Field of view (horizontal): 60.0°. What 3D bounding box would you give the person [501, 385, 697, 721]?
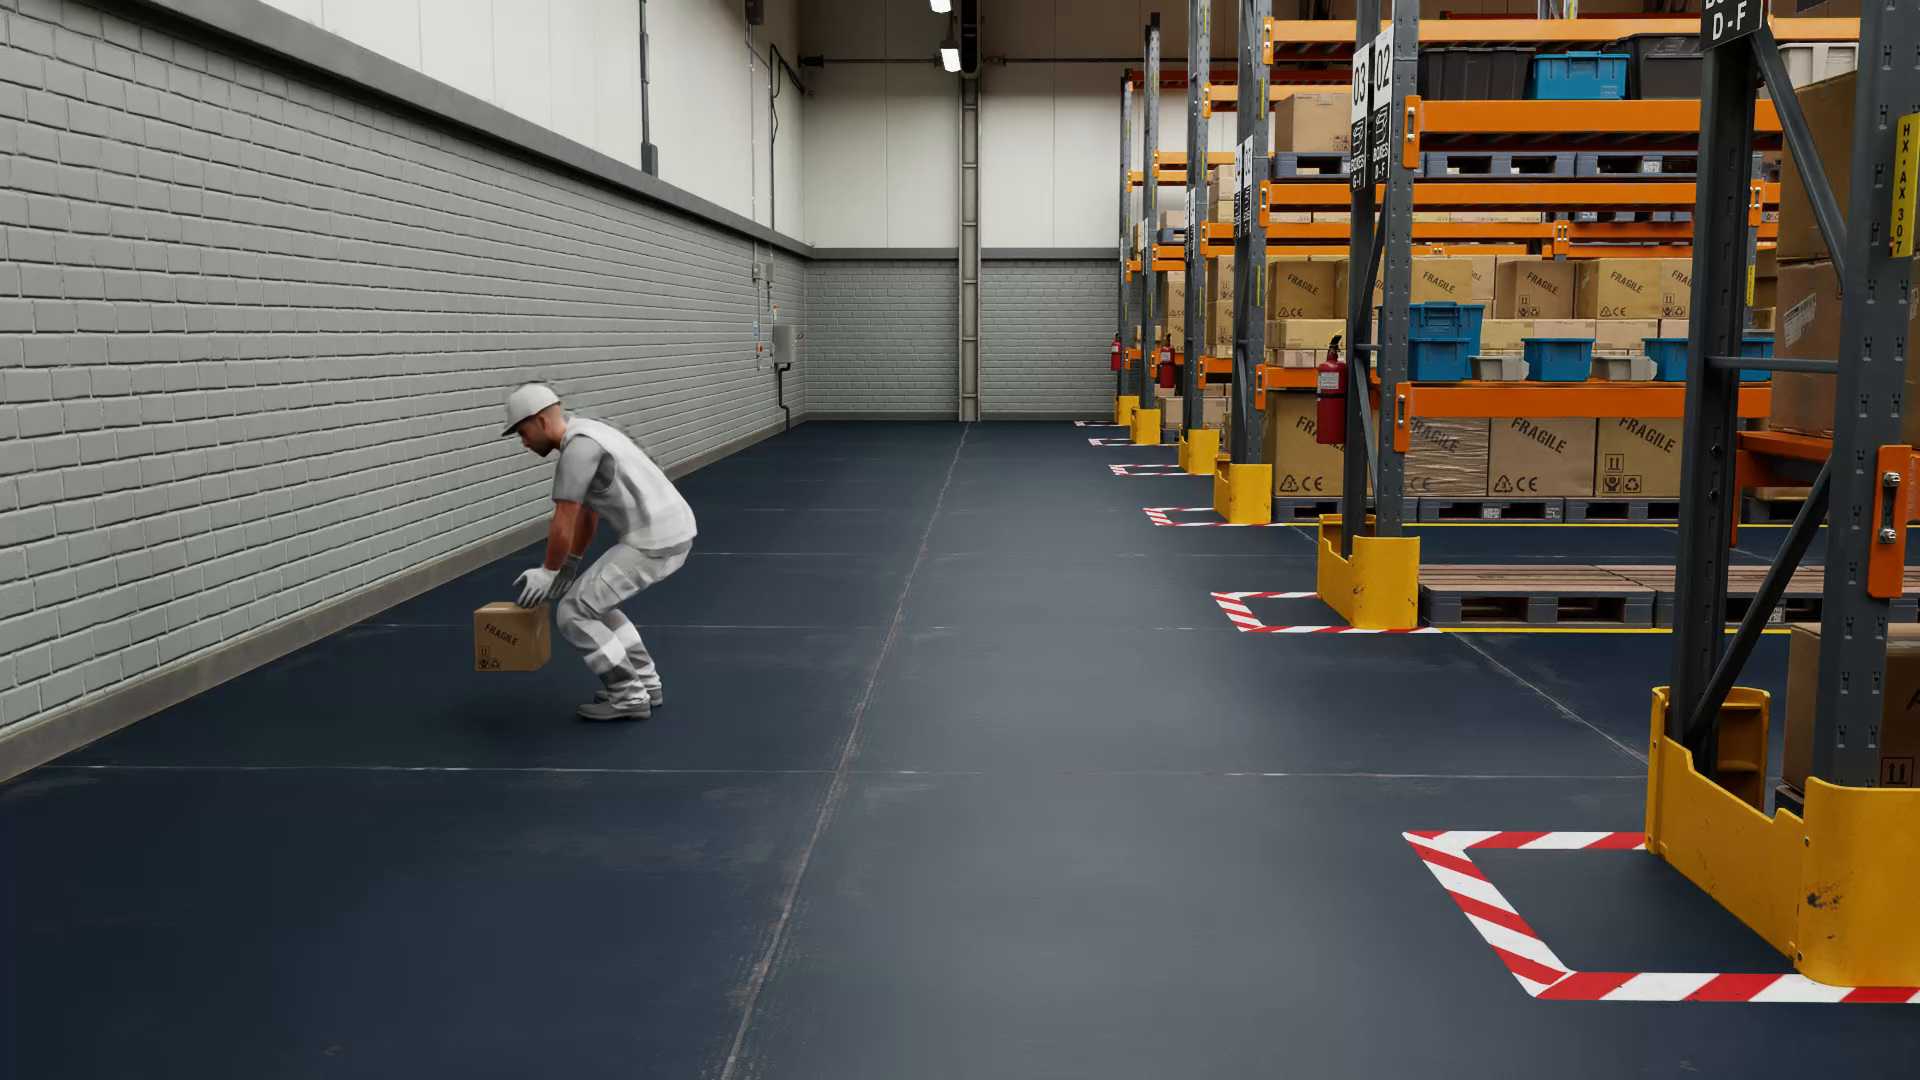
[{"bbox_3d":[-1.497,0.049,6.916,0.780,1.384,0.584,0,7,1],"label":"person"}]
